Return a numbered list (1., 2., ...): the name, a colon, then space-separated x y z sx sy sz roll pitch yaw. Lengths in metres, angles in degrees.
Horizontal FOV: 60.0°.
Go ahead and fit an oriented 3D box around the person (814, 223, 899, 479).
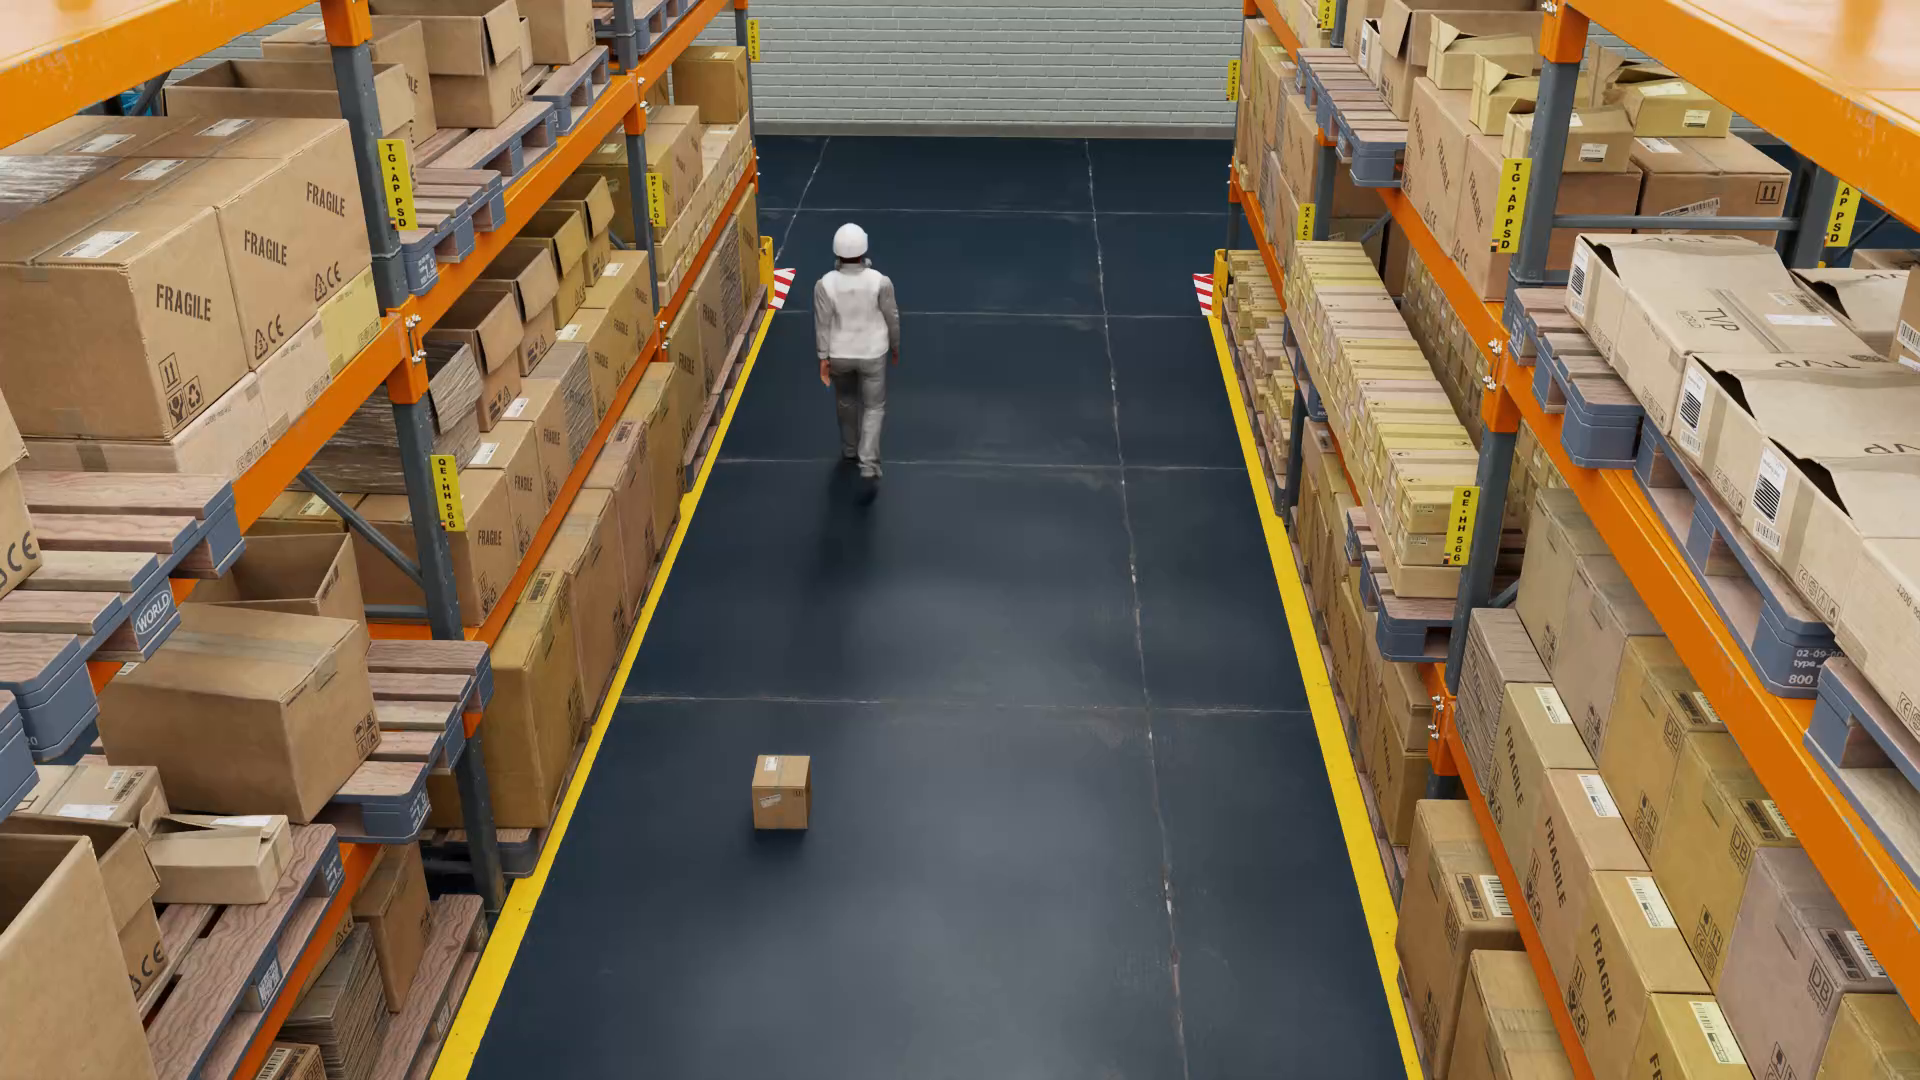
1. person: -0.670 -1.250 10.970 0.545 1.739 0.942 2 28 3
